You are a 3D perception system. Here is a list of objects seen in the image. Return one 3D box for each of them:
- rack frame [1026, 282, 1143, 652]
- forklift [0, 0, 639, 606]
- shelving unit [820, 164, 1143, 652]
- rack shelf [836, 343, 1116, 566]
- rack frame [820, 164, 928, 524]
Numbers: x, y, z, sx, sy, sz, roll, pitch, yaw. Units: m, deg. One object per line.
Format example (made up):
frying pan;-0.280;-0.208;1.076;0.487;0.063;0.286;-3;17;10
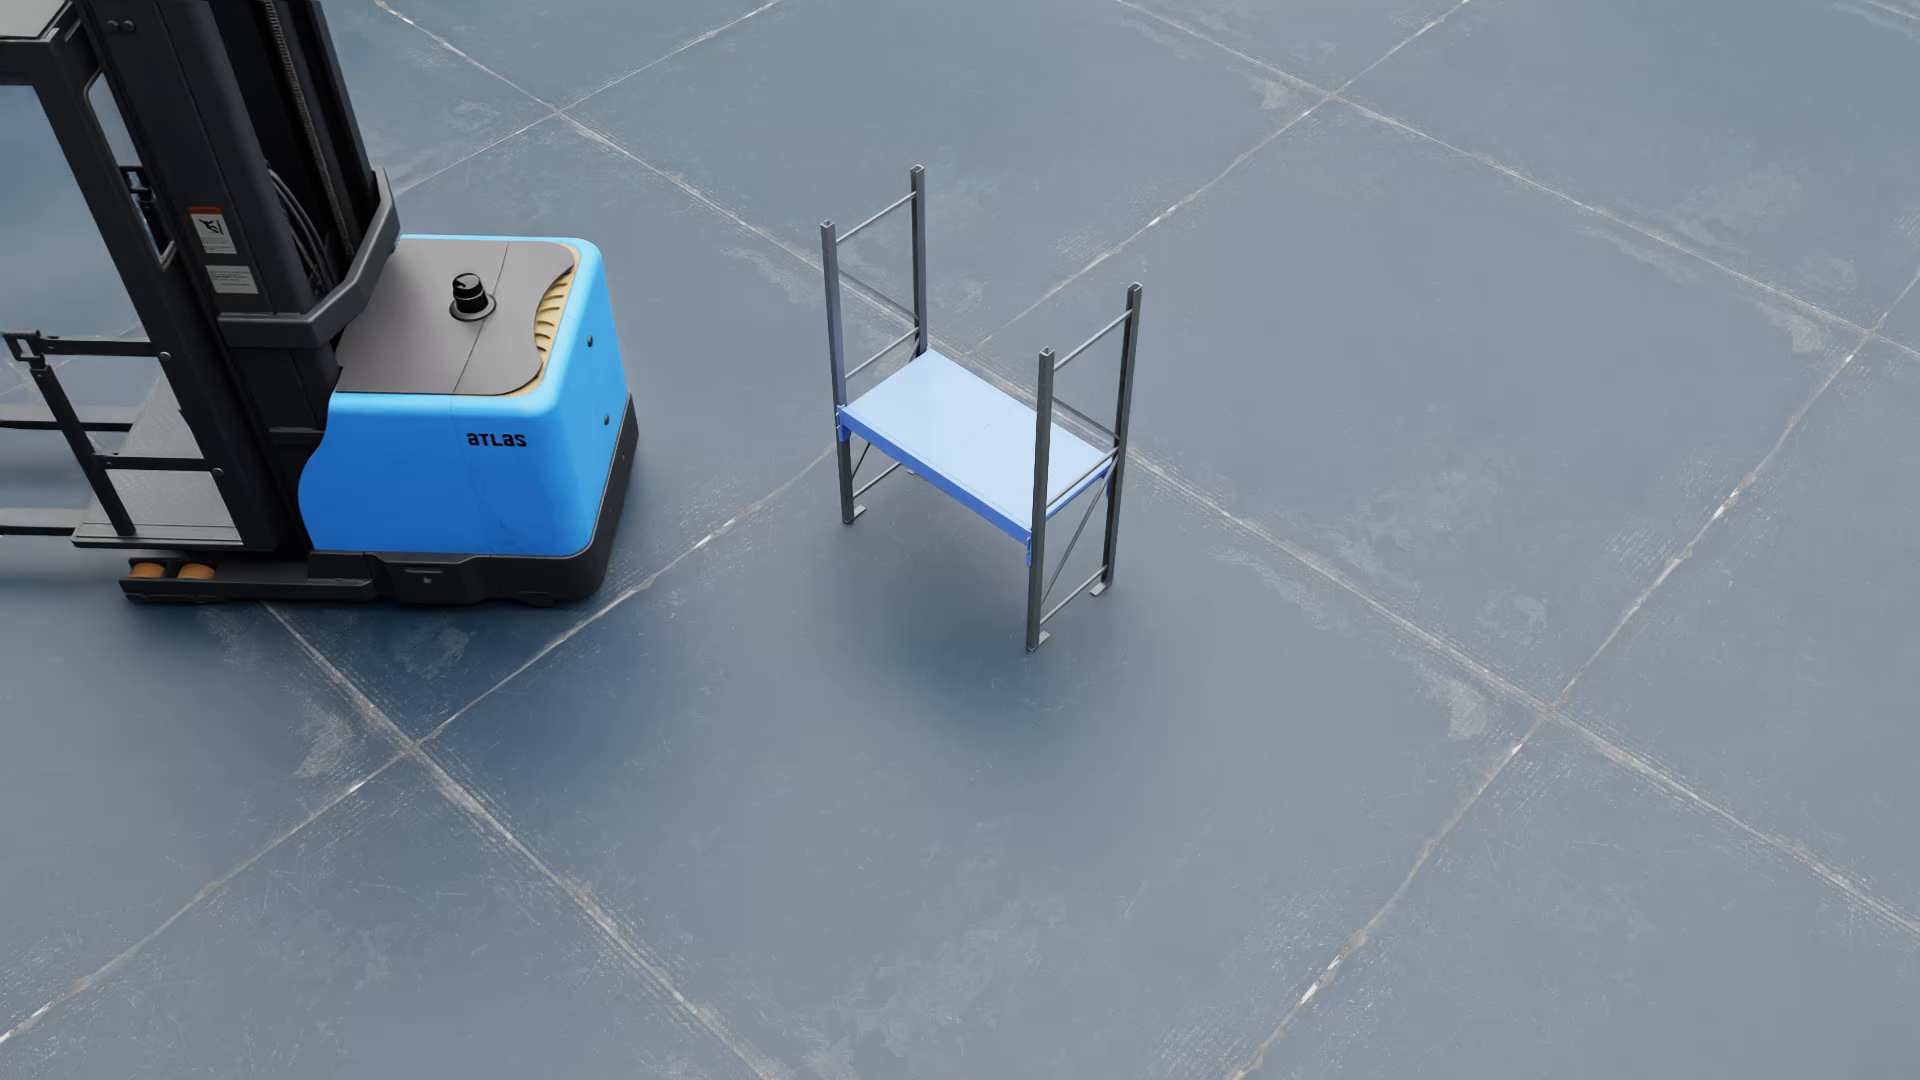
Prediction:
rack frame;0.436;-0.220;6.036;0.032;1.500;0.500;34;55;28
forklift;-2.916;-1.137;5.916;3.031;2.935;1.130;1;47;1
shelving unit;0.063;-0.471;6.272;1.048;1.500;0.538;34;55;28
rack shelf;0.063;-0.348;6.403;1.000;0.185;0.538;34;55;28
rack frame;-0.311;-0.723;6.508;0.032;1.500;0.500;34;55;28
